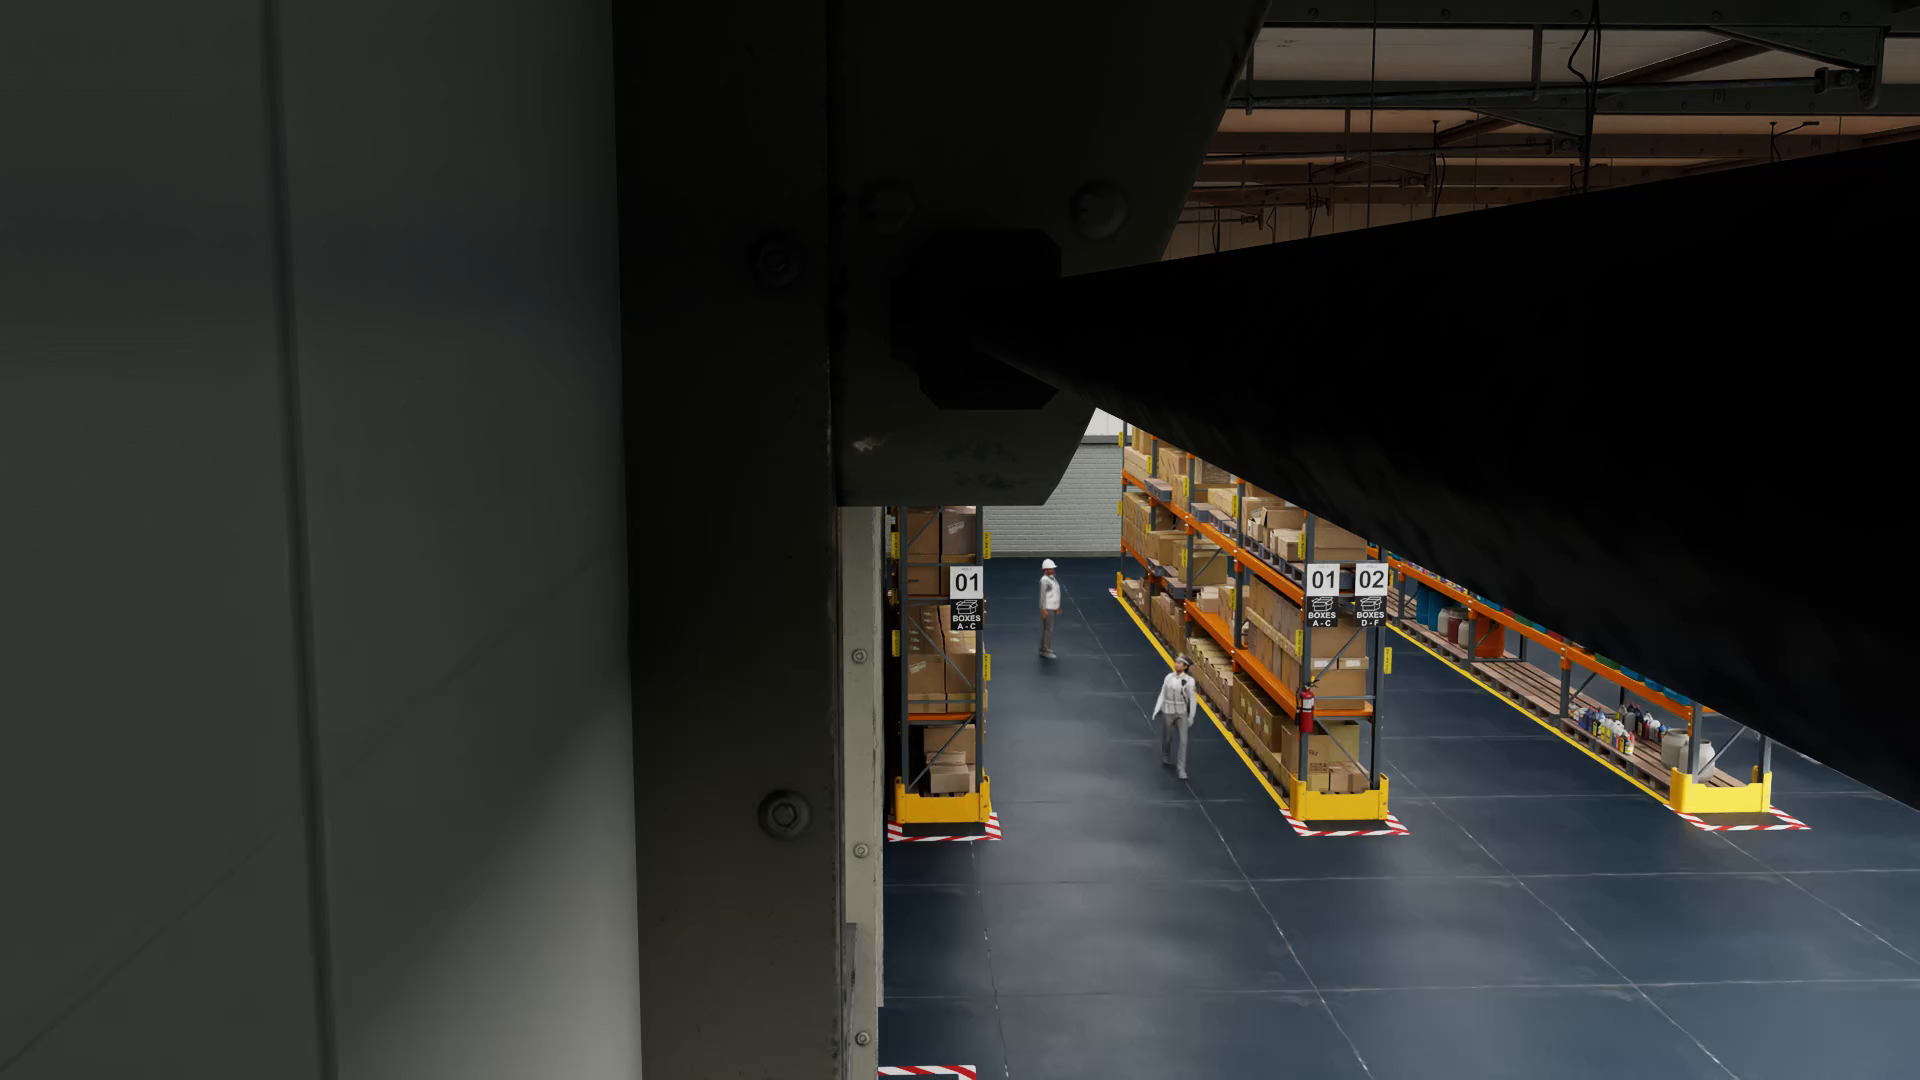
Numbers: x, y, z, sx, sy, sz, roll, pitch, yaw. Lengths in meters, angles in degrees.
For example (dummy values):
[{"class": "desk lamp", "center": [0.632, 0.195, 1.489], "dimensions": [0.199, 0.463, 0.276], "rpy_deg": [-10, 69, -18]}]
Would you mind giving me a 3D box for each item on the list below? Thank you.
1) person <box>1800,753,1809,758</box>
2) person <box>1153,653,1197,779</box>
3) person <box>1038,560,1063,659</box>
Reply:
[{"class": "person", "center": [12.055, 2.185, 23.262], "dimensions": [0.420, 1.786, 0.608], "rpy_deg": [-8, 11, -43]}, {"class": "person", "center": [2.912, 2.349, 22.598], "dimensions": [0.616, 1.640, 0.948], "rpy_deg": [0, 8, -1]}, {"class": "person", "center": [1.617, 1.240, 30.112], "dimensions": [0.400, 1.799, 0.594], "rpy_deg": [2, 8, 16]}]
